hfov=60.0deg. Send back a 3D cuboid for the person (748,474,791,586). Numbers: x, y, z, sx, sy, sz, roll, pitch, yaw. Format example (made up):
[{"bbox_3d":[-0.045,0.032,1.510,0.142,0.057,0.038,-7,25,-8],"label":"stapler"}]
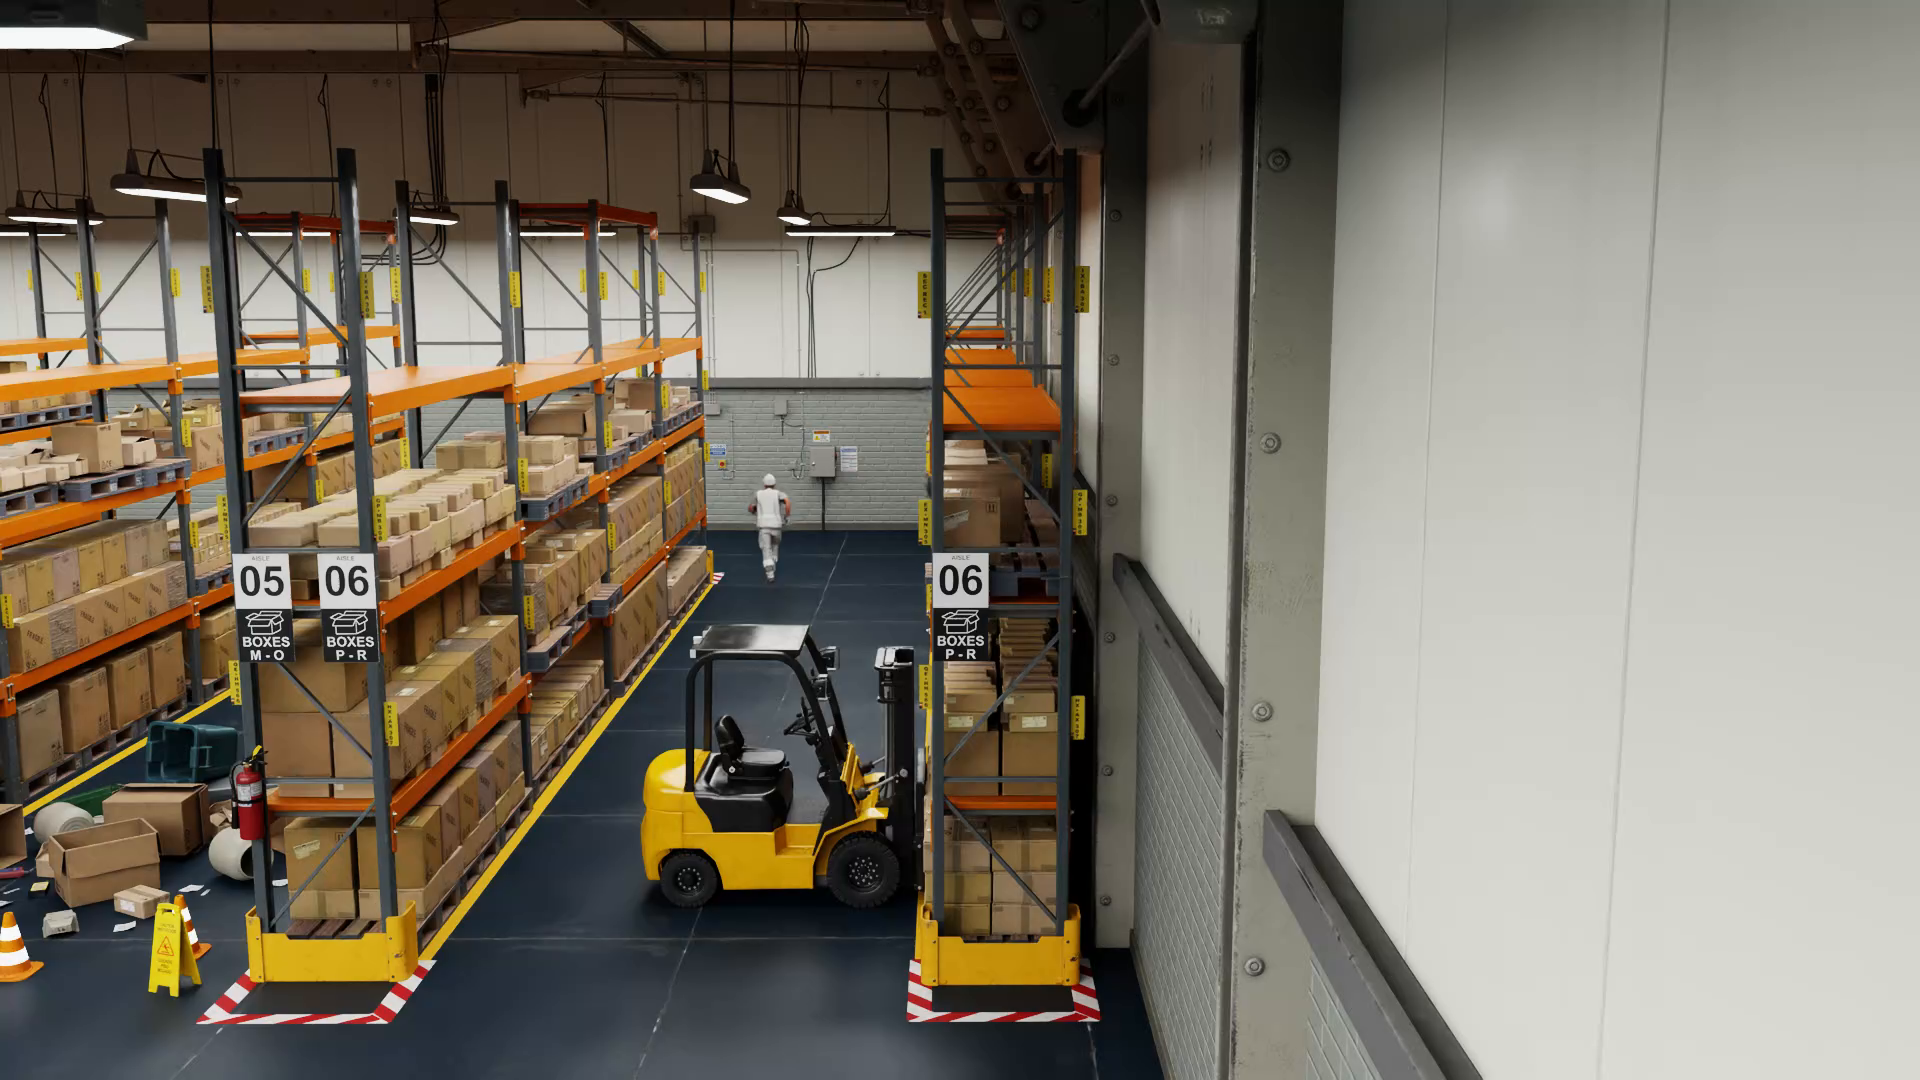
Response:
[{"bbox_3d":[-3.016,-0.131,26.385,0.654,1.796,0.968,-2,9,-12],"label":"person"}]
